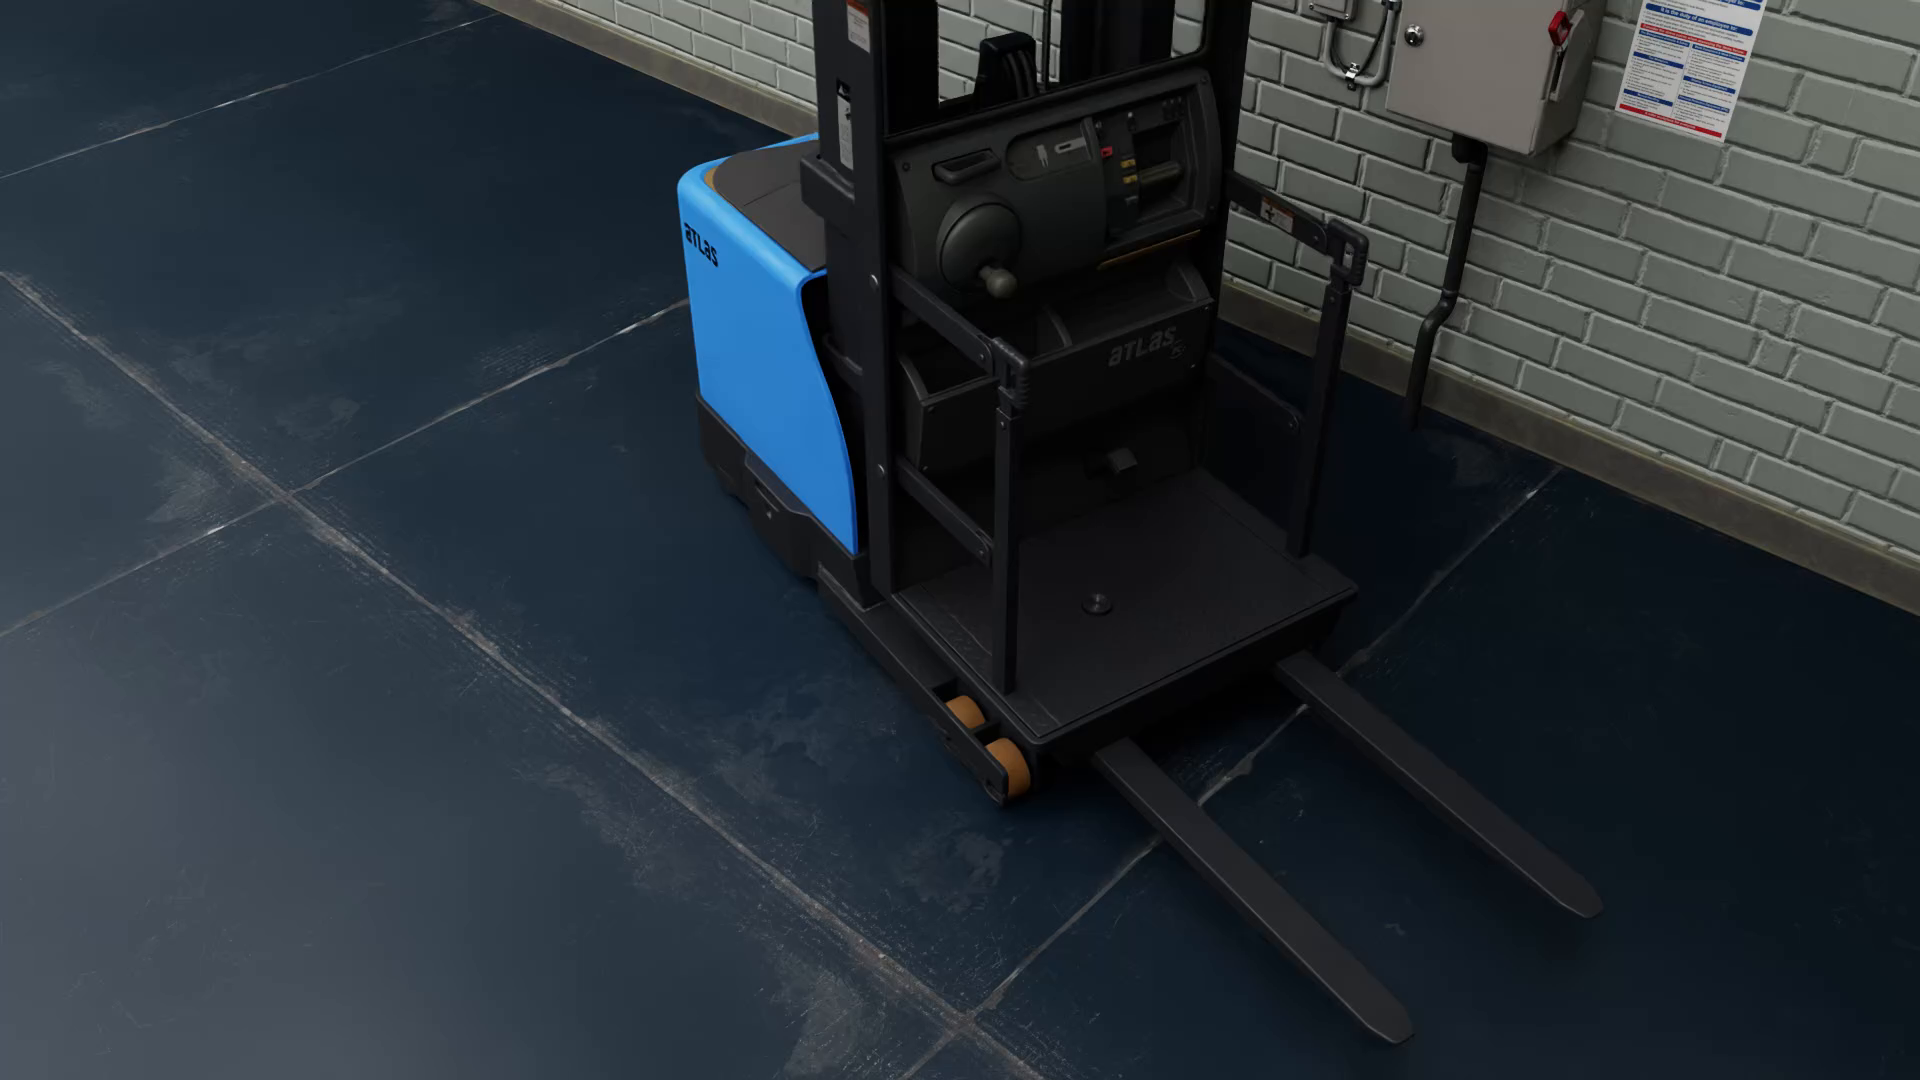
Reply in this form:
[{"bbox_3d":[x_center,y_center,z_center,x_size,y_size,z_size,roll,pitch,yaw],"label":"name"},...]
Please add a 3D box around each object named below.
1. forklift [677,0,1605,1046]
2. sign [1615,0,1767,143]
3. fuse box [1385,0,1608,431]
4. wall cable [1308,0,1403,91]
[{"bbox_3d":[0.376,-0.798,3.899,1.130,2.935,3.031,-22,44,-25],"label":"forklift"},{"bbox_3d":[2.053,-1.393,4.668,0.329,0.494,0.001,30,47,32],"label":"sign"},{"bbox_3d":[1.549,-1.038,5.181,0.539,1.711,0.414,30,47,32],"label":"fuse box"},{"bbox_3d":[1.151,-2.299,4.915,0.588,1.984,0.122,30,47,32],"label":"wall cable"}]
